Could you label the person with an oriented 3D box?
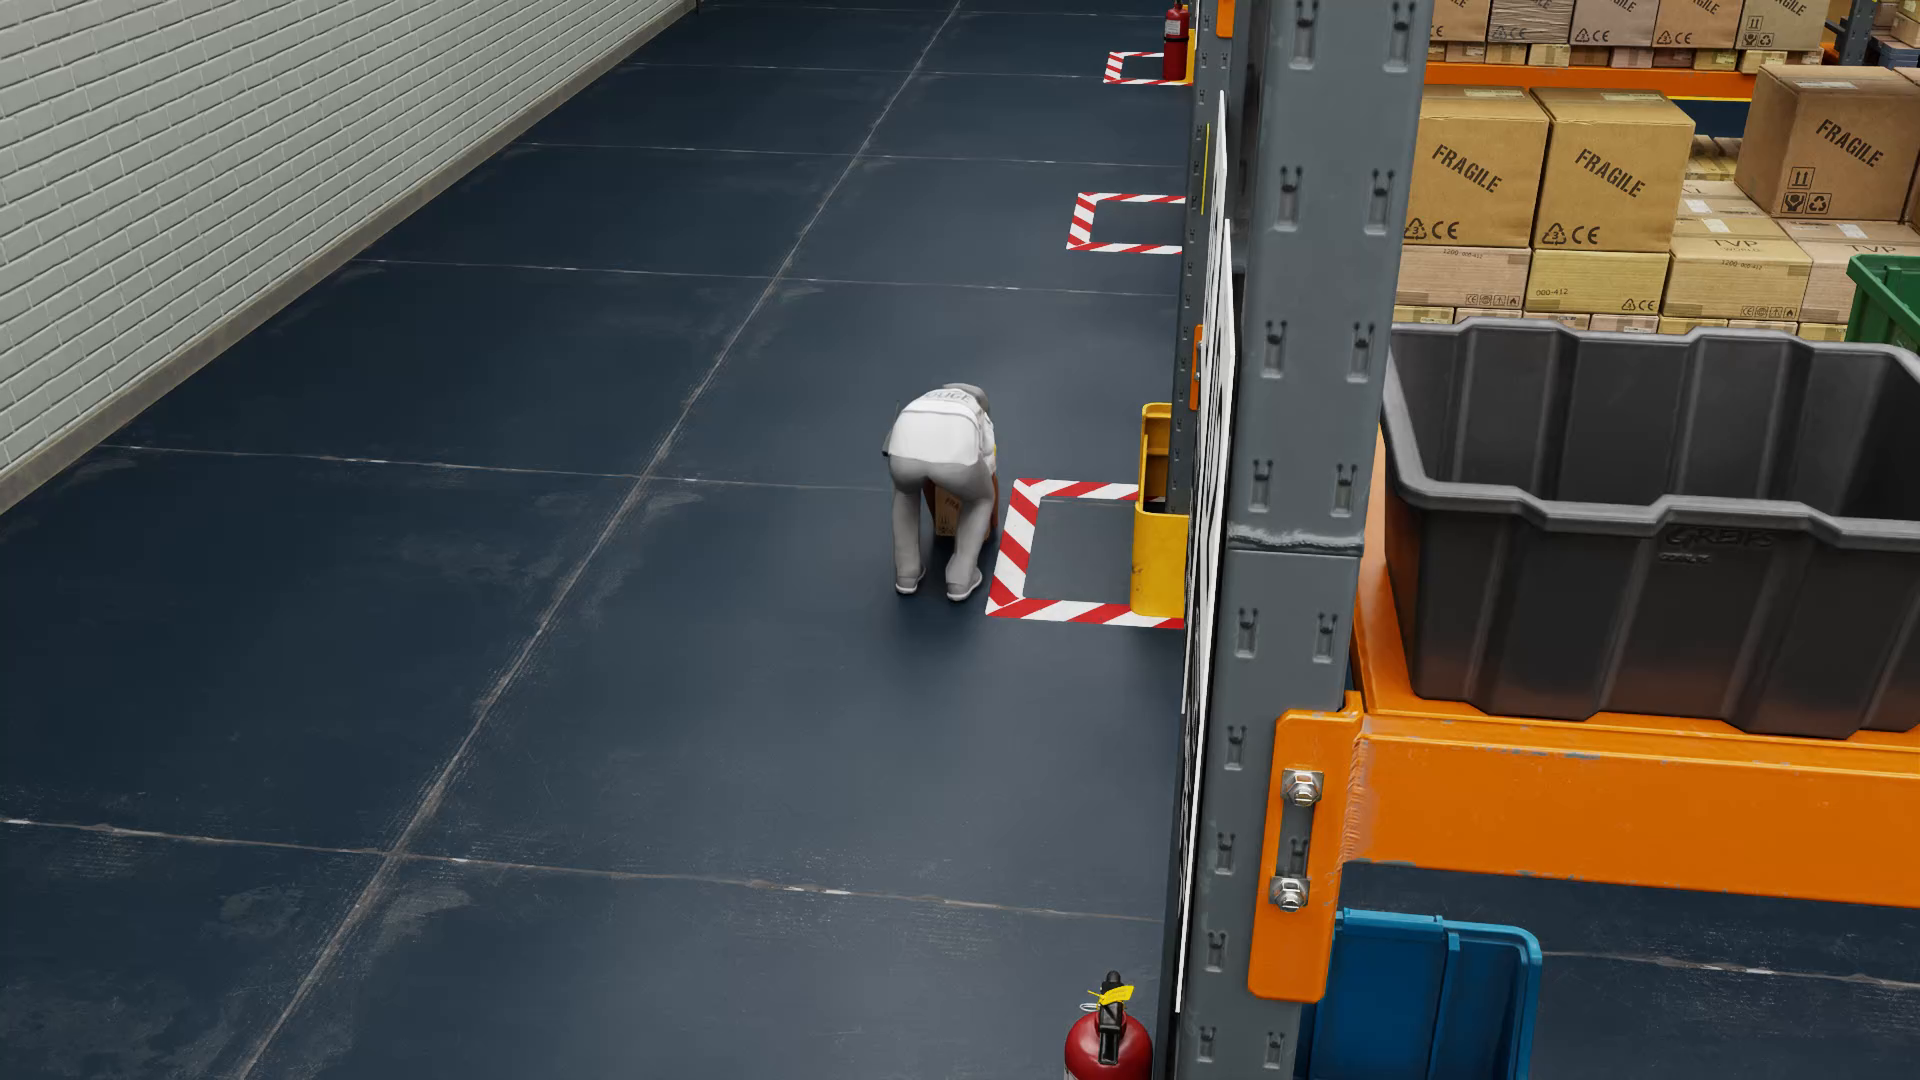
[{"bbox_3d":[-0.068,-0.272,7.416,0.465,0.907,0.904,6,29,10],"label":"person"}]
